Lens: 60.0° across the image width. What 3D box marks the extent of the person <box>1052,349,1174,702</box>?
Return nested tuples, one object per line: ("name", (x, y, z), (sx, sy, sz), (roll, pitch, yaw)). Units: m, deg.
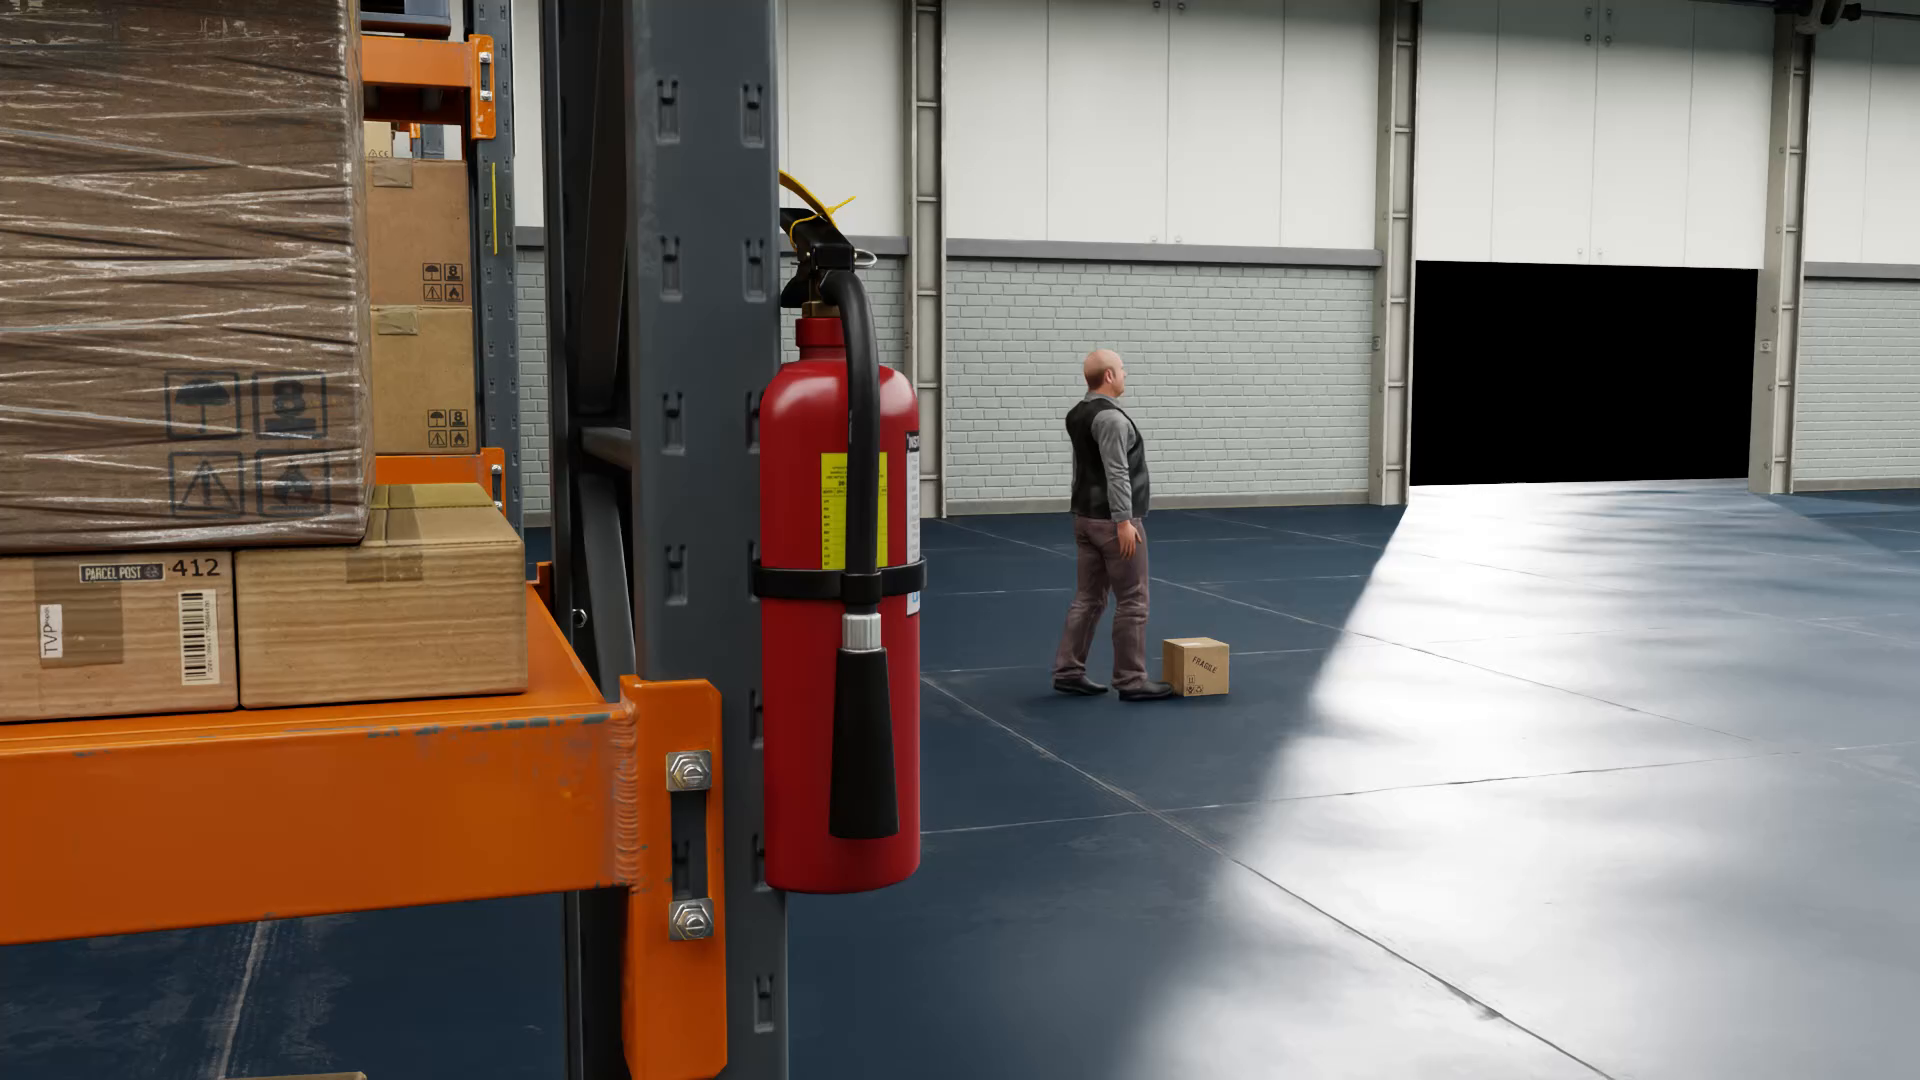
("person", (0.758, -0.070, 8.204), (0.567, 1.731, 0.544), (-2, 6, -18))
